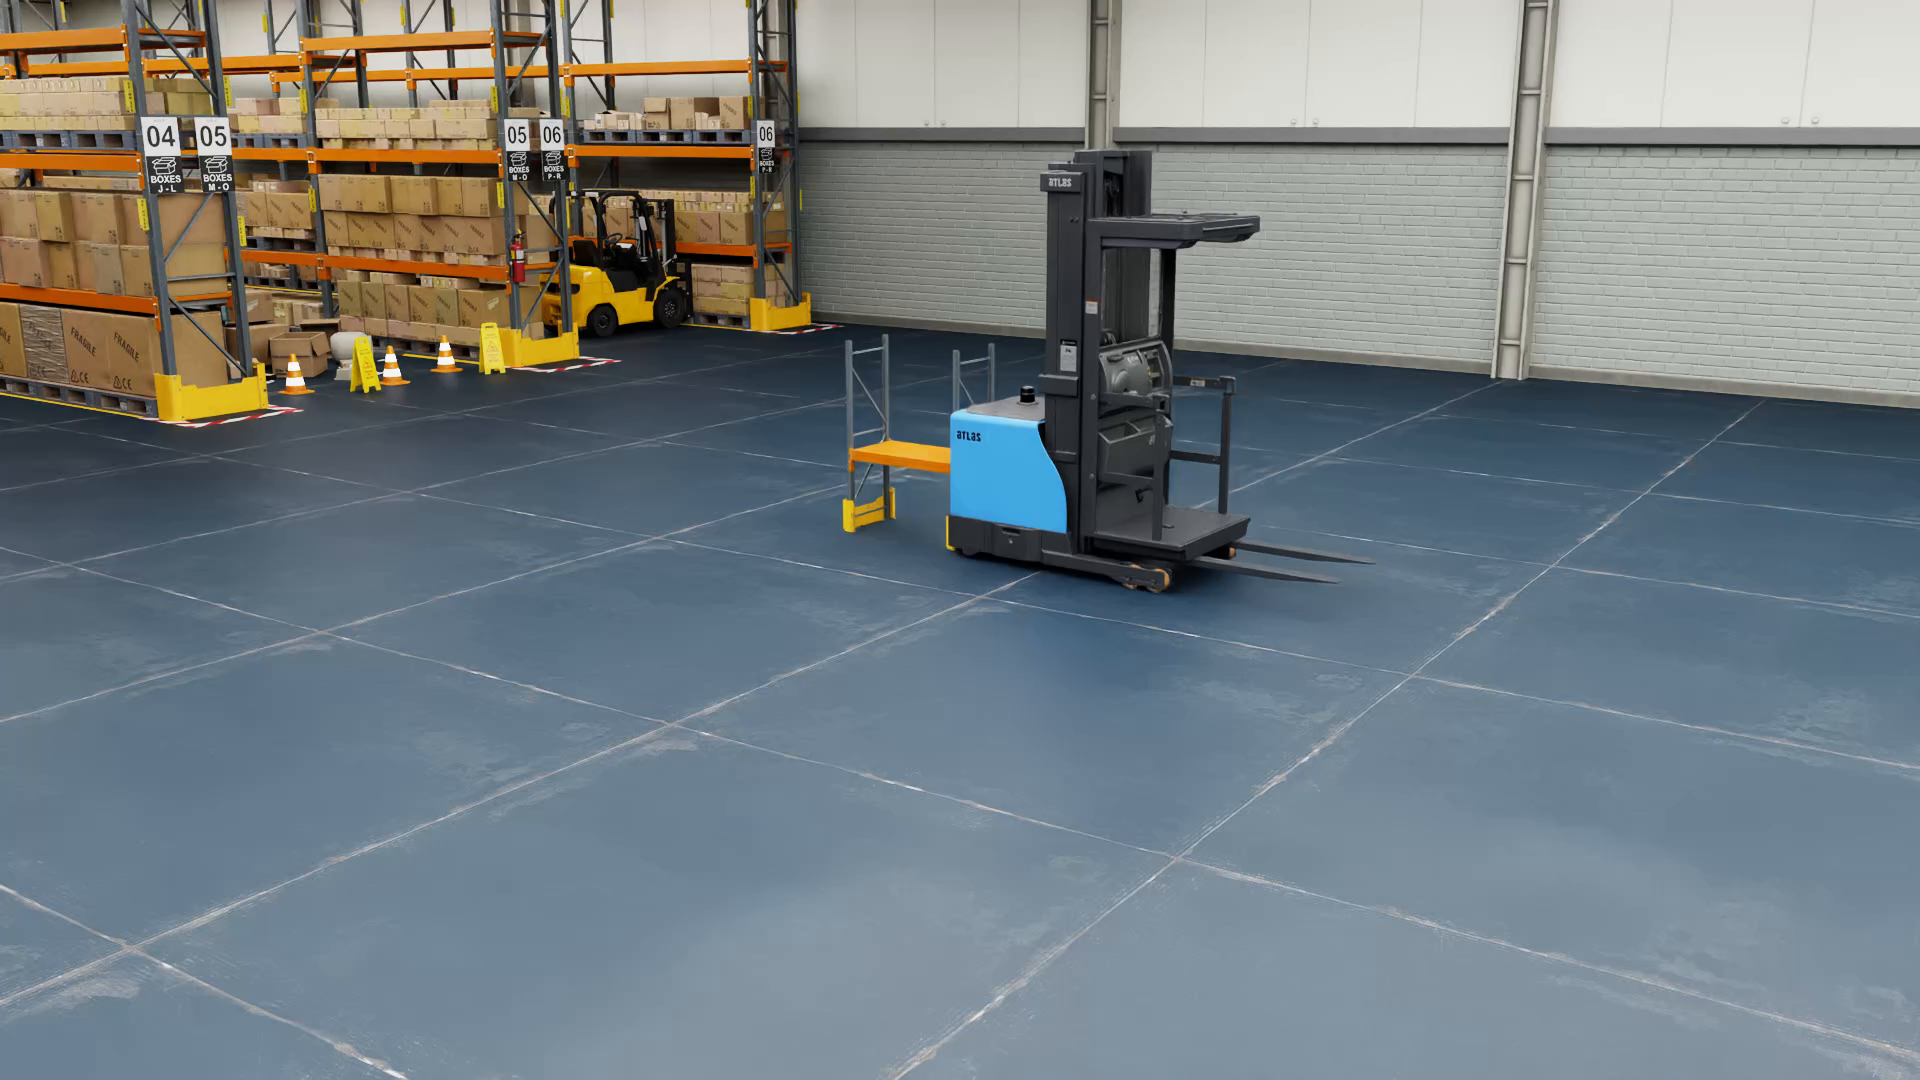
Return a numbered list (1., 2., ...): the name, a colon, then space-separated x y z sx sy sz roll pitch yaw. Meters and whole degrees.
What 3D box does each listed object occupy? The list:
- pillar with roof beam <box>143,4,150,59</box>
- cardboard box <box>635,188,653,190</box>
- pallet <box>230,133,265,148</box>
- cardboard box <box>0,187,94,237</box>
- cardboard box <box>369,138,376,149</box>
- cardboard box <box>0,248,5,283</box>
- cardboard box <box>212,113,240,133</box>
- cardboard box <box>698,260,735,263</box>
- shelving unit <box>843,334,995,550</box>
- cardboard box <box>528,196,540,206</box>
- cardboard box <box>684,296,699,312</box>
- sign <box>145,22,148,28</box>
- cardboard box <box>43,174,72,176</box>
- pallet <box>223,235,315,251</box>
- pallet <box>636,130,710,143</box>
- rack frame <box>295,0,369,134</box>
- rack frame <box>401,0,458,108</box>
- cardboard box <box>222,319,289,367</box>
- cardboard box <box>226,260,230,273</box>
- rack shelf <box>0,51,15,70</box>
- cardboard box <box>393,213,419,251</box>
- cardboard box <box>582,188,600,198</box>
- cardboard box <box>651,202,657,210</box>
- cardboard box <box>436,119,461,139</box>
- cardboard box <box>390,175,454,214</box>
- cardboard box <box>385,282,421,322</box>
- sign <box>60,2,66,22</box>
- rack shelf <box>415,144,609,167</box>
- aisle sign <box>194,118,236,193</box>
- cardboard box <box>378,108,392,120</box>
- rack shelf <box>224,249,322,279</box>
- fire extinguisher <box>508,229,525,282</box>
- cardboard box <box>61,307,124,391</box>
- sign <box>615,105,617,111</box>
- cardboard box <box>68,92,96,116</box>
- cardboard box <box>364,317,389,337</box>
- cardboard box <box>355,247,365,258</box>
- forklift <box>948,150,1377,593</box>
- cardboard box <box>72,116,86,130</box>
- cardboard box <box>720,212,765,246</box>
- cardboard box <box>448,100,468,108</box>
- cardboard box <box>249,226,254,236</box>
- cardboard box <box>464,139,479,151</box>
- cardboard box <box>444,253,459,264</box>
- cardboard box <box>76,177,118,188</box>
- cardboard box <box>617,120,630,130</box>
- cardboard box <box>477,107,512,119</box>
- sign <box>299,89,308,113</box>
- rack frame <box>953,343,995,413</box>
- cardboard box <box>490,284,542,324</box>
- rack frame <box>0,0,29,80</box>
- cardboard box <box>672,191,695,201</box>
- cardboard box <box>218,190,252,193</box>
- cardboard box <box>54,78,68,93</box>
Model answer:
1. pillar with roof beam: -20.291 -9.605 32.896 0.400 9.000 9.100 9 17 33
2. cardboard box: -5.351 -5.851 28.040 0.250 0.149 0.380 9 17 32
3. pallet: -10.279 -6.018 25.039 1.003 0.211 1.213 9 17 33
4. cardboard box: -10.834 -3.900 19.776 0.550 0.550 0.875 9 17 33
5. cardboard box: -7.987 -5.517 23.147 0.250 0.149 0.380 9 16 31
6. cardboard box: -11.330 -3.436 20.147 0.550 0.550 0.875 9 17 33
7. cardboard box: -11.001 -6.254 25.388 0.637 0.503 0.797 9 17 33
8. cardboard box: -3.996 -4.456 27.350 0.500 0.250 0.500 9 17 32
9. shelving unit: -0.317 -0.783 12.866 1.083 1.500 0.587 10 17 34
10. cardboard box: -7.294 -5.849 28.649 0.250 0.149 0.380 9 16 31
11. cardboard box: -4.261 -3.871 27.065 0.500 0.250 0.500 9 17 33
12. sign: -16.457 -10.306 33.618 0.005 0.325 0.100 9 17 33
13. cardboard box: -15.862 -6.129 29.052 0.500 0.500 0.500 9 17 33
14. pallet: -10.617 -4.596 25.548 1.213 0.211 1.003 9 17 33
15. pallet: -4.466 -6.541 26.944 1.213 0.211 1.003 9 17 33
16. rack frame: -8.964 -7.322 23.676 0.127 3.000 1.000 9 17 33
17. rack frame: -9.516 -8.849 29.843 0.127 3.000 1.000 9 17 33
18. cardboard box: -9.296 -2.583 21.926 0.503 0.637 0.797 9 17 33
19. cardboard box: -14.629 -5.686 33.879 0.500 0.500 0.500 10 17 34
20. rack shelf: -13.302 -6.047 20.852 4.000 0.370 1.077 9 17 33
21. cardboard box: -7.485 -4.292 23.093 0.500 0.500 0.500 9 17 33
22. cardboard box: -6.098 -5.806 27.860 0.250 0.149 0.380 10 17 34
23. cardboard box: -4.807 -5.457 27.069 0.250 0.149 0.380 9 16 32
24. cardboard box: -6.629 -5.487 22.196 0.500 0.250 0.500 9 16 32
25. cardboard box: -7.423 -4.789 23.019 0.500 0.500 0.700 9 17 32
26. cardboard box: -7.745 -3.371 23.487 0.500 0.500 0.500 10 17 36
27. sign: -15.309 -8.997 28.332 0.005 0.325 0.100 9 17 33
28. rack shelf: -7.856 -6.776 29.207 4.000 0.370 1.077 9 17 33
29. aisle sign: -8.097 -4.186 18.079 0.004 0.787 0.394 9 17 33
30. cardboard box: -7.773 -5.860 22.876 0.250 0.149 0.380 9 16 32
31. rack shelf: -10.623 -4.329 25.567 4.000 0.370 1.077 9 17 33
32. fire extinguisher: -5.807 -3.729 21.806 0.183 0.674 0.296 9 17 33
33. cardboard box: -9.654 -2.241 19.182 0.875 0.875 0.875 9 16 32
34. sign: -5.888 -7.257 28.413 0.005 0.325 0.100 9 17 33
35. cardboard box: -9.300 -4.731 18.059 0.500 0.250 0.500 9 17 33
36. cardboard box: -8.175 -3.077 23.860 0.500 0.250 0.500 10 17 36
37. cardboard box: -8.405 -4.129 23.784 0.250 0.149 0.380 9 17 33
38. forklift: 1.409 -1.206 11.595 3.031 2.935 1.130 10 17 34
39. cardboard box: -9.420 -4.539 18.116 0.250 0.149 0.380 9 17 33
40. cardboard box: -3.432 -4.926 26.273 0.500 0.500 0.500 9 16 32
41. cardboard box: -8.576 -7.500 29.348 0.500 0.500 0.700 9 16 32
42. cardboard box: -10.544 -4.702 25.223 0.250 0.149 0.380 9 16 31
43. cardboard box: -6.321 -5.227 21.976 0.250 0.149 0.380 9 17 33
44. cardboard box: -6.778 -3.838 22.610 0.250 0.149 0.380 10 17 34
45. cardboard box: -14.112 -5.702 27.327 0.500 0.500 0.500 9 16 32
46. cardboard box: -5.356 -6.763 27.100 0.250 0.149 0.380 10 17 34
47. cardboard box: -6.090 -5.582 21.749 0.250 0.149 0.380 9 17 33
48. sign: -9.270 -6.197 23.478 0.005 0.325 0.100 9 17 33
49. rack frame: 0.105 -0.711 12.576 0.032 1.500 0.500 10 17 34
50. cardboard box: -6.180 -3.273 23.092 0.500 0.500 0.500 9 16 31
51. rack frame: -11.642 -6.322 19.634 0.127 3.000 1.000 9 17 33
52. cardboard box: -4.407 -5.529 26.739 0.250 0.149 0.380 10 17 34
53. cardboard box: -11.158 -5.099 25.477 0.500 0.500 0.500 10 17 34
54. cardboard box: -9.633 -4.961 18.159 0.250 0.149 0.380 9 17 33
